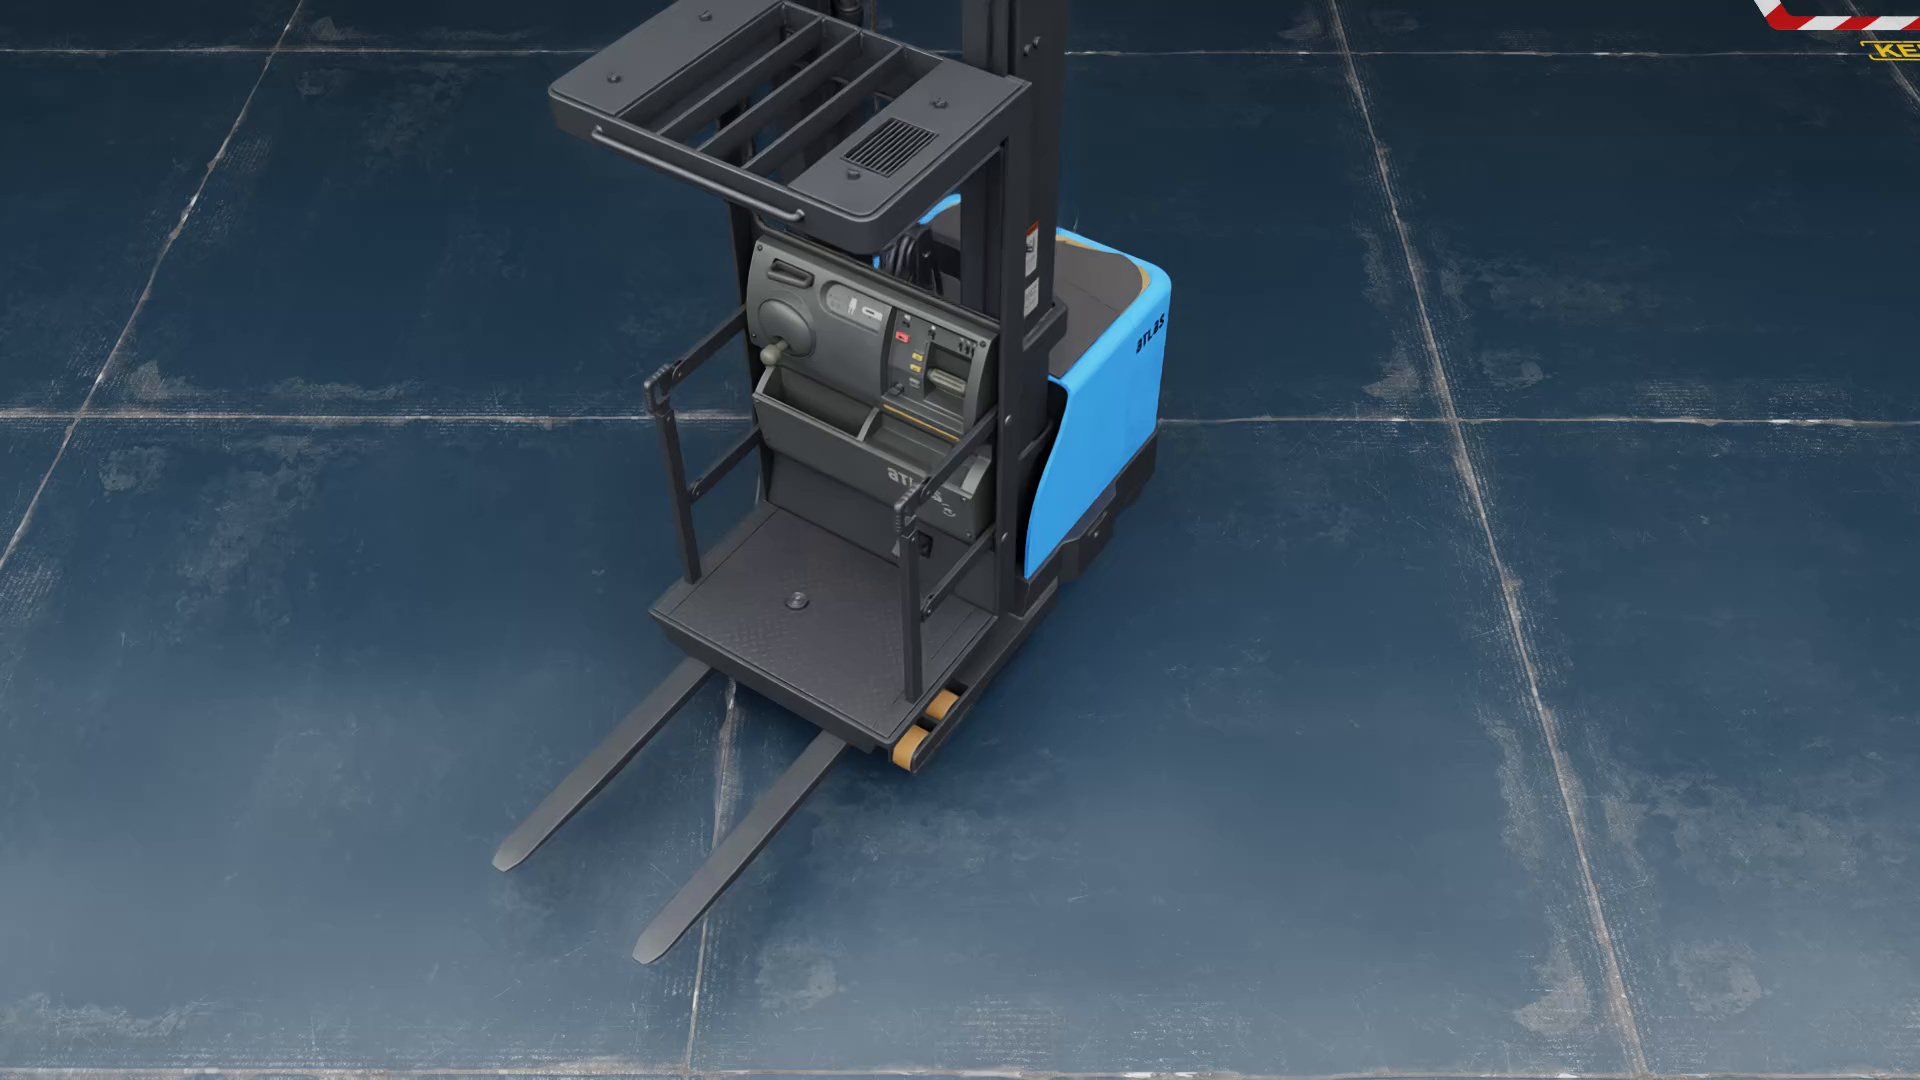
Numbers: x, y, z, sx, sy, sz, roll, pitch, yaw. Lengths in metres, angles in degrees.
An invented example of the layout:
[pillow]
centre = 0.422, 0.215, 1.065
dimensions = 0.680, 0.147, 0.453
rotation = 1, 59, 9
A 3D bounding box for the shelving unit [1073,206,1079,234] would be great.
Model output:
[shelving unit]
centre = 0.347, -0.992, 7.056
dimensions = 0.210, 0.900, 0.258
rotation = 11, 48, 8

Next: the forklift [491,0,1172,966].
[forklift]
centre = -0.424, -0.571, 5.279
dimensions = 1.130, 2.935, 3.031
rotation = 26, 52, 22

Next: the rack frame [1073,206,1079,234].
[rack frame]
centre = 0.445, -0.973, 7.041
dimensions = 0.006, 0.900, 0.240
rotation = 11, 48, 8
